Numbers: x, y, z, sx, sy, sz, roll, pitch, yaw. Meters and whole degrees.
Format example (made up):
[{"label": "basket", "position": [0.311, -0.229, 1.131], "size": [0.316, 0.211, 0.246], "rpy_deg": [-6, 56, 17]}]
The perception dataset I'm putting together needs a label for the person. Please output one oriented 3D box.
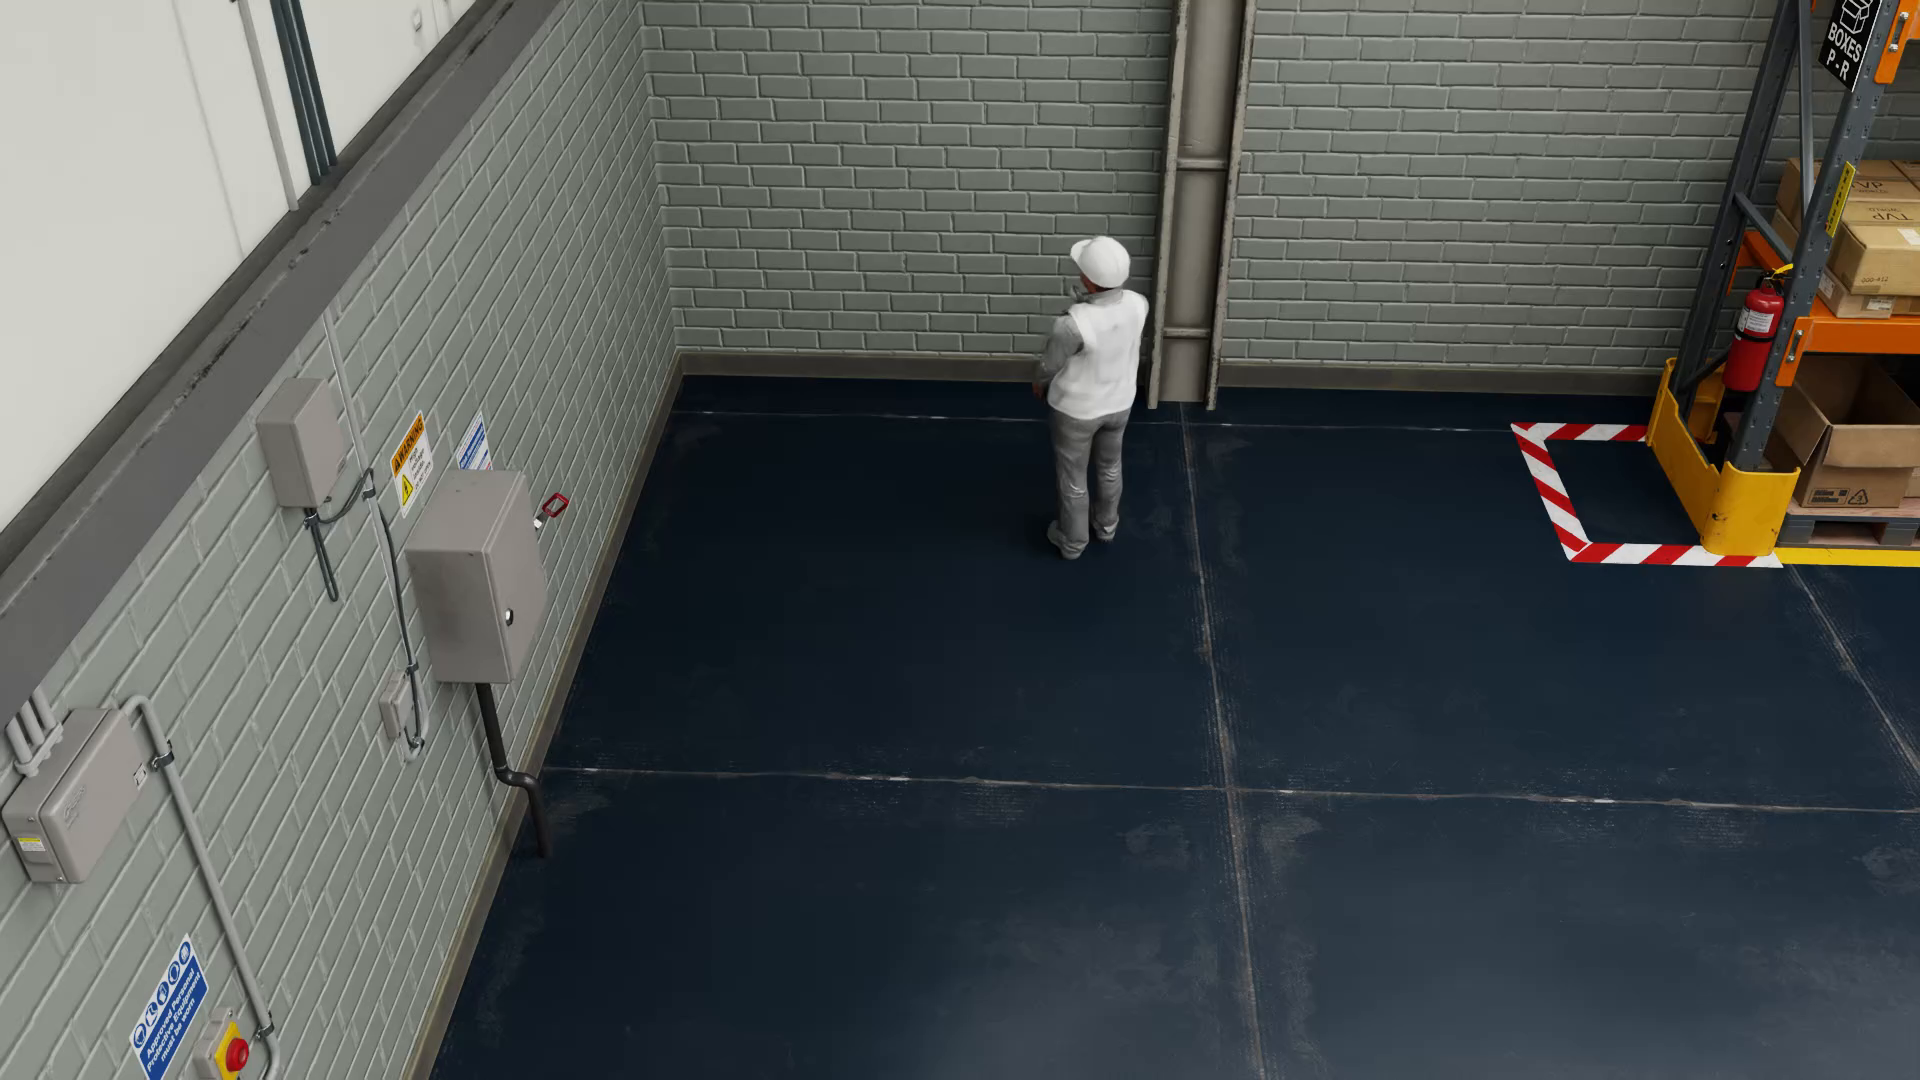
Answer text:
[{"label": "person", "position": [0.616, -0.705, 8.075], "size": [0.566, 1.780, 0.504], "rpy_deg": [-19, 40, -25]}]
